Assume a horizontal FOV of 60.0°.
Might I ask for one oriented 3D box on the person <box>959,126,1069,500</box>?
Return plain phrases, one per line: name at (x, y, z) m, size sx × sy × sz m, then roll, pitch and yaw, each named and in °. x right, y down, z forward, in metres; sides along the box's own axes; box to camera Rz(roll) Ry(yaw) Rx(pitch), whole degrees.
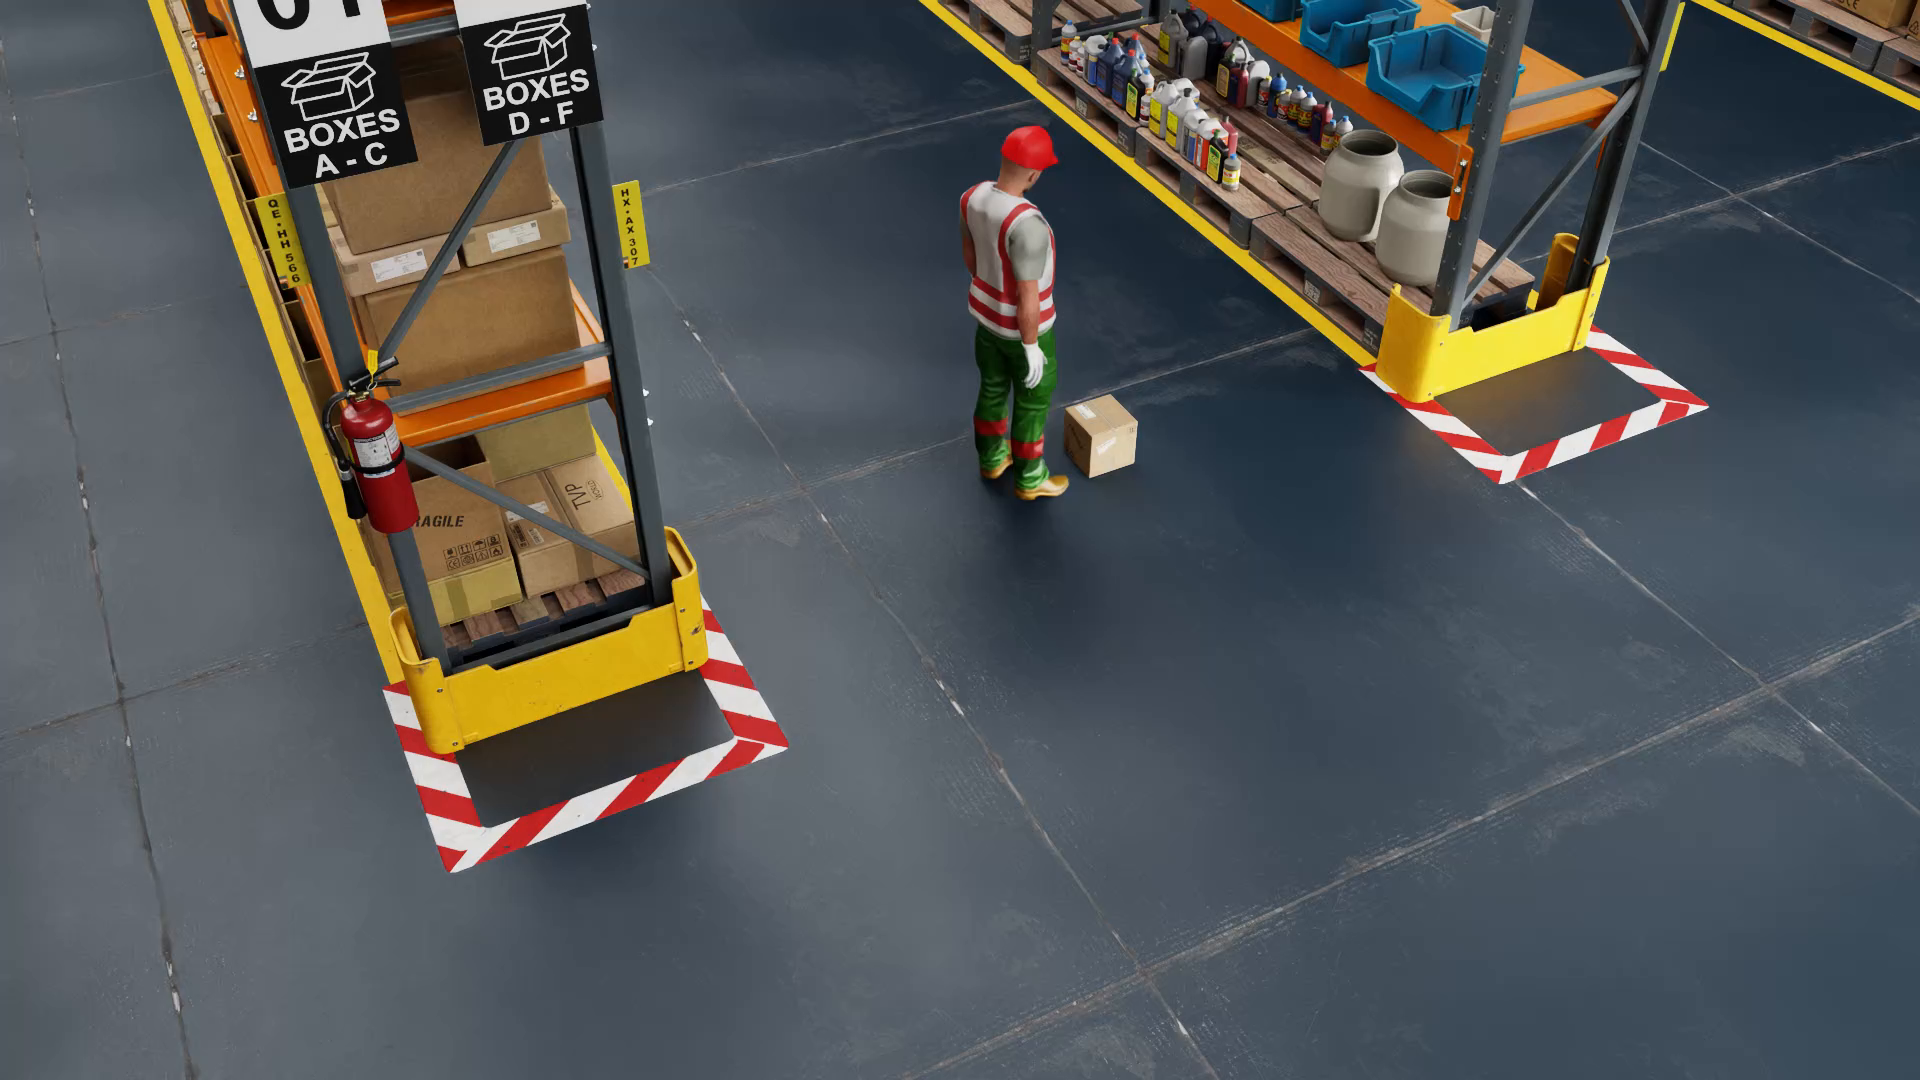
person at (0.243, -0.967, 7.247) m, size 0.402 × 1.816 × 0.688 m, roll -26°, pitch 47°, yaw -27°
